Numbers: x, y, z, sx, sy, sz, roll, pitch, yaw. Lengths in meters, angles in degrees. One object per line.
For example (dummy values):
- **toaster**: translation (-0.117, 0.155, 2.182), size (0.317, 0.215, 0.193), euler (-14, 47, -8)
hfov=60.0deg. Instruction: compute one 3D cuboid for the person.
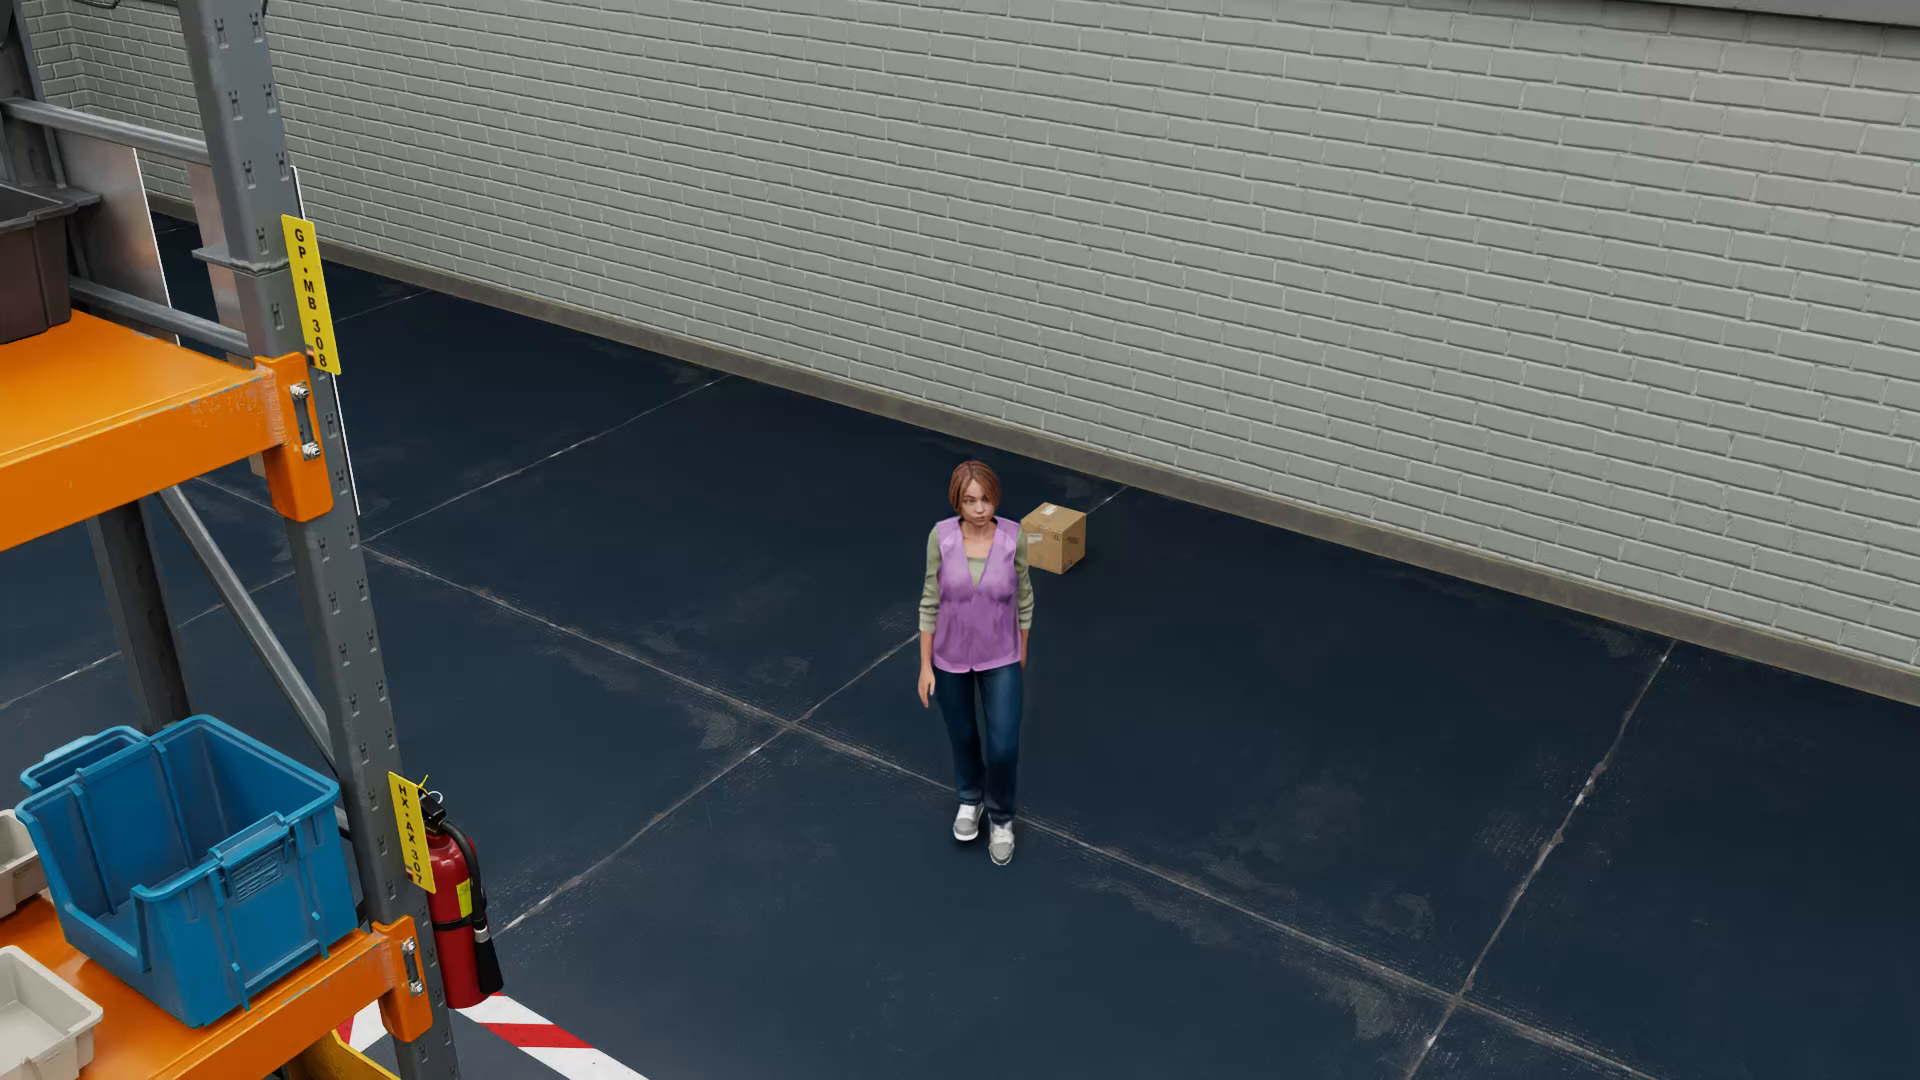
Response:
- **person**: translation (0.058, 0.478, 6.196), size (0.415, 1.628, 0.451), euler (3, 27, 5)
